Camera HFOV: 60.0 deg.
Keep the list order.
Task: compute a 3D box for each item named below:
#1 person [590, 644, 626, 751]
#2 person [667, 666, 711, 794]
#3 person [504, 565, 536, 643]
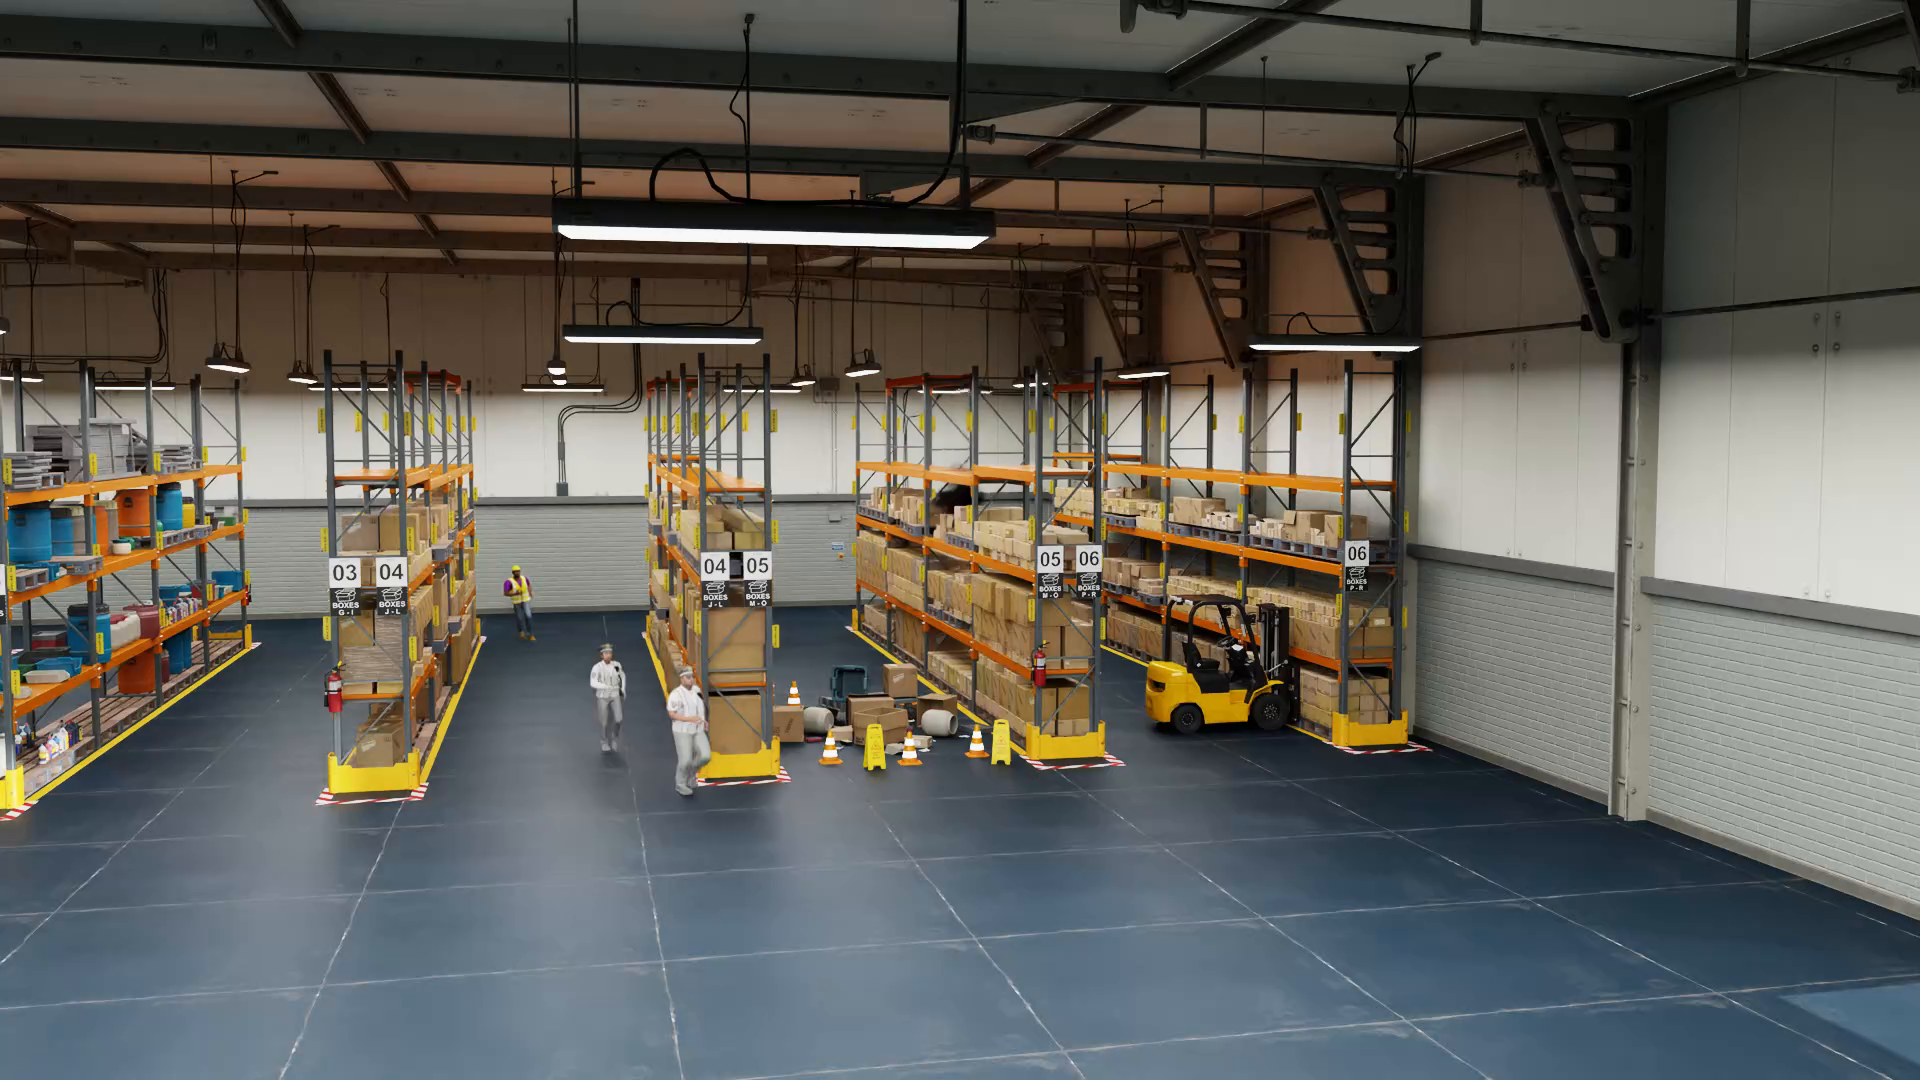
[{"bbox_3d":[-5.316,2.398,25.243,0.587,1.661,0.631,-2,4,-24],"label":"person"},{"bbox_3d":[-3.619,2.565,22.434,0.607,1.743,0.651,4,6,45],"label":"person"},{"bbox_3d":[-10.187,1.469,38.346,0.692,1.798,0.746,-2,5,-29],"label":"person"}]
